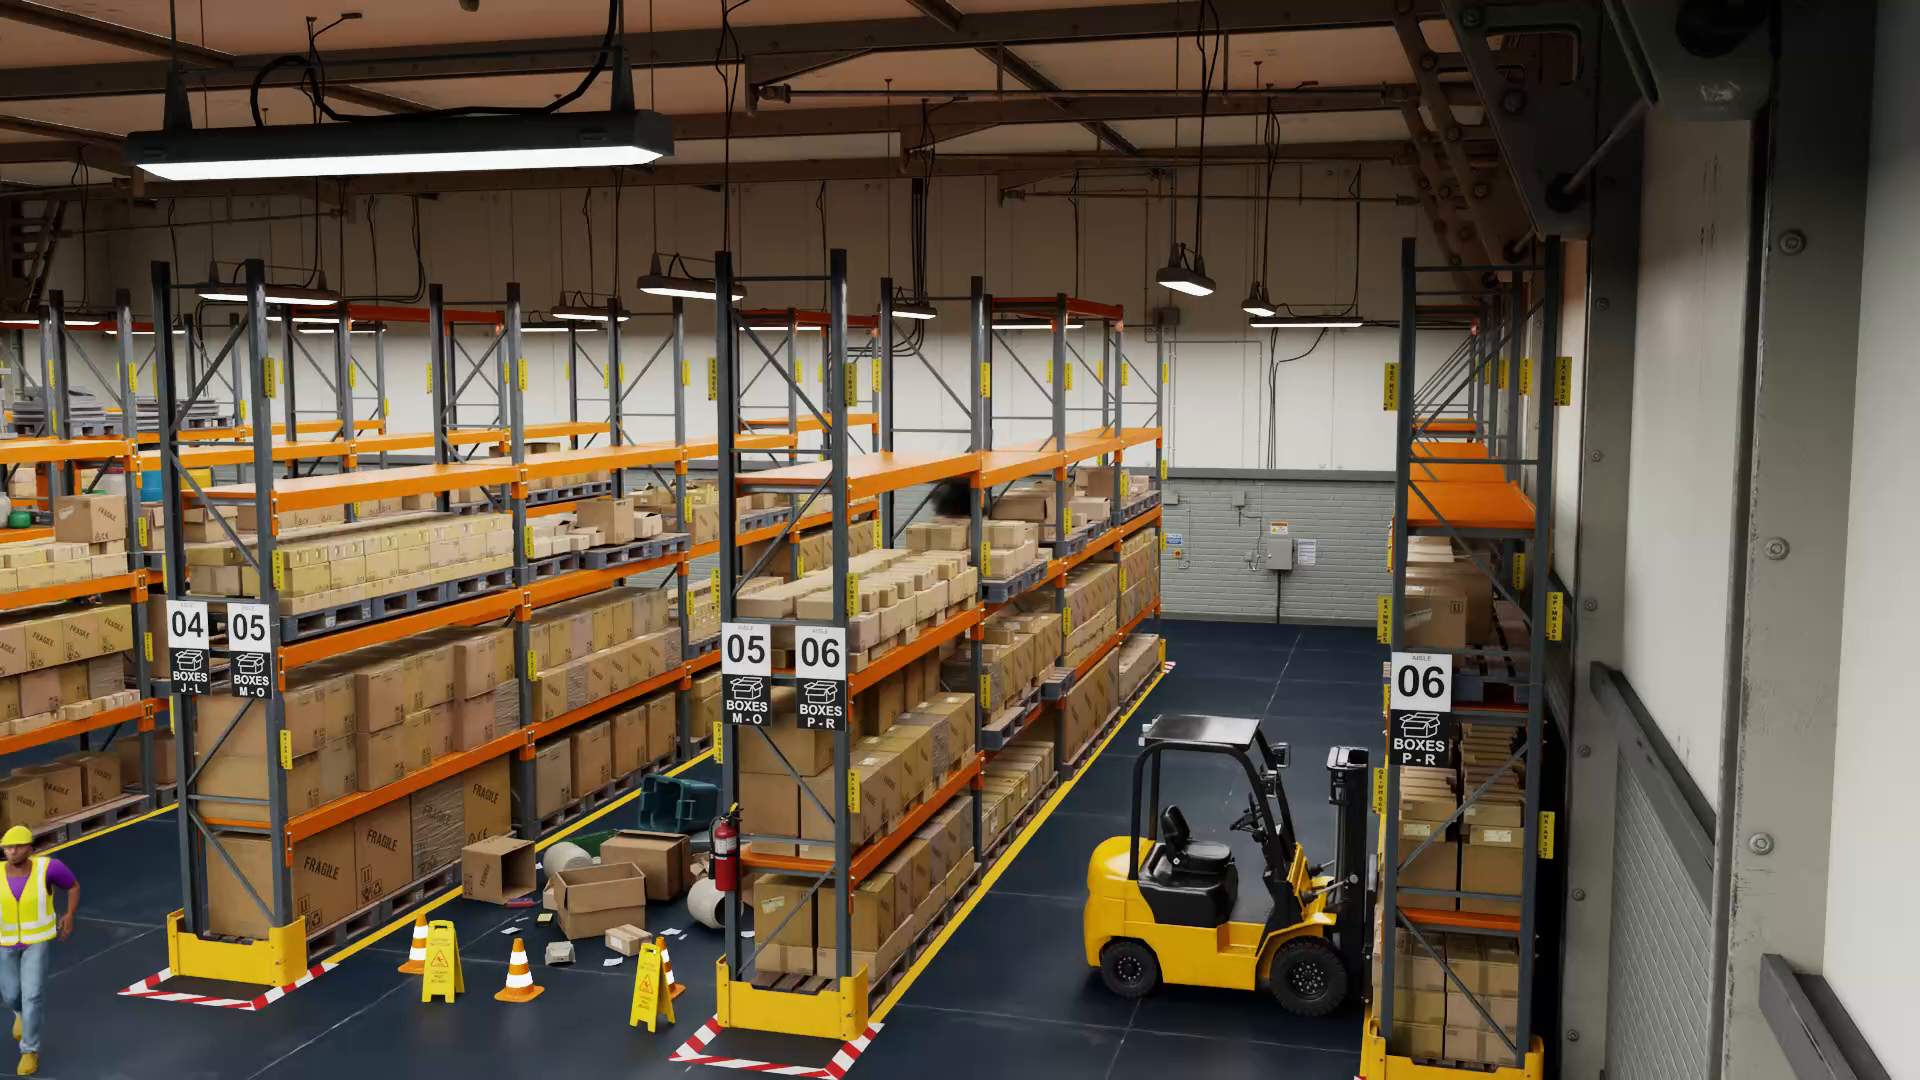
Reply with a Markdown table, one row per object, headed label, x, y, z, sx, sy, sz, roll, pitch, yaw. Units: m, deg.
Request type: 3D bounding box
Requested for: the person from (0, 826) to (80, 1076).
| label | x | y | z | sx | sy | sz | roll | pitch | yaw |
| --- | --- | --- | --- | --- | --- | --- | --- | --- | --- |
| person | -6.963 | 2.986 | 12.389 | 0.725 | 1.775 | 0.838 | -2 | 6 | -19 |
